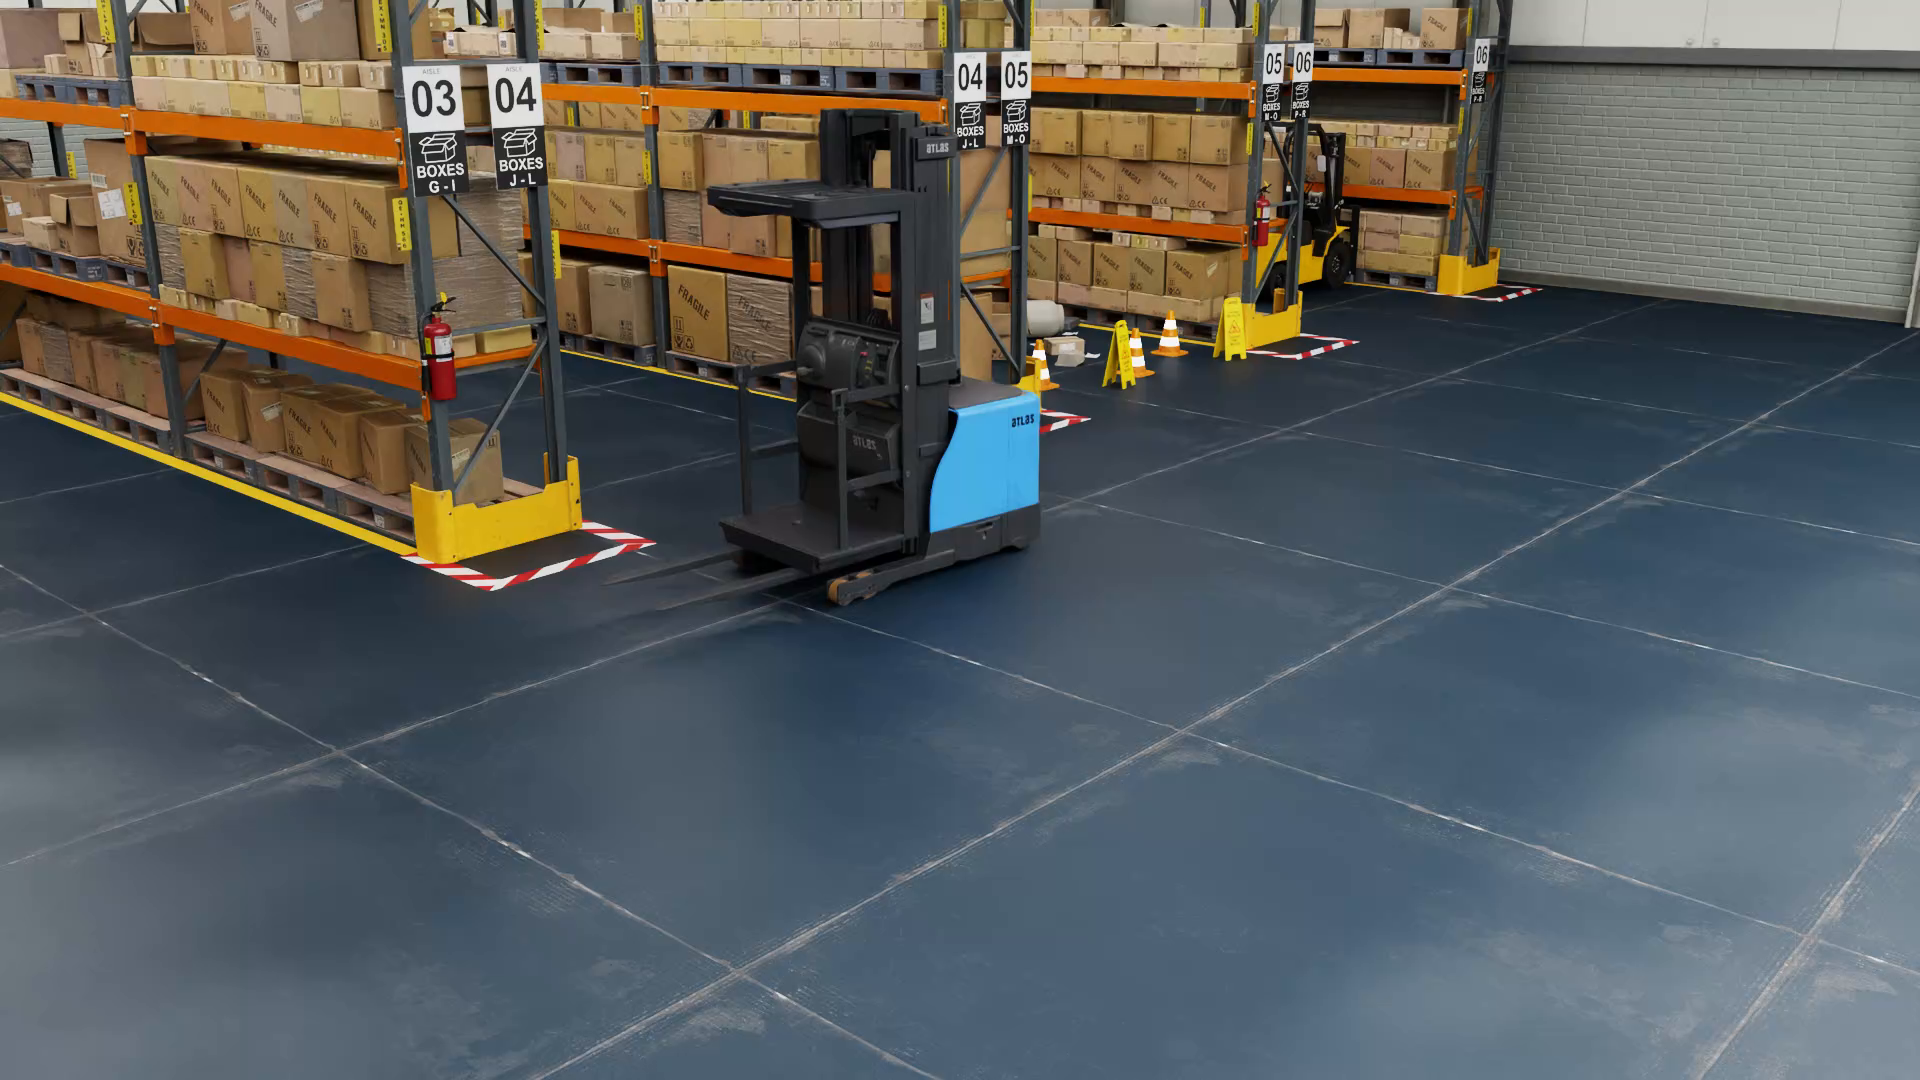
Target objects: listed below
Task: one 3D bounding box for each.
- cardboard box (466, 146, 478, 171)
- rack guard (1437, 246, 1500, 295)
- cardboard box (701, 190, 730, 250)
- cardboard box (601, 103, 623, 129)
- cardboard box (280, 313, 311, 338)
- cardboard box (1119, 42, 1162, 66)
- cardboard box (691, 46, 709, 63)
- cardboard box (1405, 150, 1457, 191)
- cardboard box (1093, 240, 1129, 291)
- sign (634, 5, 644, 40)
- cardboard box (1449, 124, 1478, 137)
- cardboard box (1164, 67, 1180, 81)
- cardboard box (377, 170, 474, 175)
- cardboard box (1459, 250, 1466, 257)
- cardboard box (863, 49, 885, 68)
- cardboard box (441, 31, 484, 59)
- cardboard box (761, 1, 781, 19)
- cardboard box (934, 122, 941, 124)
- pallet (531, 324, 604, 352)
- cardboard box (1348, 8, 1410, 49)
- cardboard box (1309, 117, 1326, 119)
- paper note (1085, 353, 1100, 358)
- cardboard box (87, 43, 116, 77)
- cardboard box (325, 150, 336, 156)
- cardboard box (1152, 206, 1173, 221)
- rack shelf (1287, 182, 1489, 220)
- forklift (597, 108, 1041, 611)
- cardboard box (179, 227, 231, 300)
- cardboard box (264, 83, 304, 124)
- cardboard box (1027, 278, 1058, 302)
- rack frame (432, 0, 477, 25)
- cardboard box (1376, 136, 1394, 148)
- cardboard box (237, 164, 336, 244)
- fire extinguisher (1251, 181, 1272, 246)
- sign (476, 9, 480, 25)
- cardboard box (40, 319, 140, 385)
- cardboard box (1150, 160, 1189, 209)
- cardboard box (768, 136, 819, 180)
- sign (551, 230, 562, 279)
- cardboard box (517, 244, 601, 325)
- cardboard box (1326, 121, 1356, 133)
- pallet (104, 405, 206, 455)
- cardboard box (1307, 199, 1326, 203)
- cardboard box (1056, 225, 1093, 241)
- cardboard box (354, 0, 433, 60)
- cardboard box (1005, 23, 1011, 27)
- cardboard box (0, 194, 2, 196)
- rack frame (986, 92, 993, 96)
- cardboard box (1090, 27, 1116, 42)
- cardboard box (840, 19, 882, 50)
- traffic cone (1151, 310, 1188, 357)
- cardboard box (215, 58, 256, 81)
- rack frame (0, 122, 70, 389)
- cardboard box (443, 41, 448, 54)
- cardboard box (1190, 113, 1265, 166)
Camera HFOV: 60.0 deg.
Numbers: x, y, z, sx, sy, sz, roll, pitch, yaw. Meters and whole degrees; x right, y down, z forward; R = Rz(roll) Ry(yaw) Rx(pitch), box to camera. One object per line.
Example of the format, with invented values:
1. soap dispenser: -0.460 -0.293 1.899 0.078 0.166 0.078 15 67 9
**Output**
1. cardboard box: -5.422 -4.551 19.174 0.500 0.500 0.700 15 23 39
2. rack guard: 6.752 -3.580 22.067 0.348 0.500 1.175 15 23 39
3. cardboard box: -2.049 -3.211 16.521 0.550 0.550 0.875 15 23 39
4. cardboard box: -4.996 -6.337 24.803 0.500 0.500 0.500 15 23 39
5. cardboard box: -4.677 -1.579 12.043 0.250 0.149 0.380 15 23 39
6. cardboard box: 2.114 -5.399 18.462 0.500 0.250 0.500 16 24 41
7. cardboard box: -2.332 -4.622 15.812 0.250 0.149 0.380 15 23 39
8. cardboard box: 6.192 -4.864 21.813 0.500 0.500 0.500 14 23 38
9. cardboard box: 1.905 -3.209 19.375 0.500 0.500 0.500 14 23 38
10. sign: -3.112 -5.017 16.128 0.005 0.325 0.100 15 23 39
11. cardboard box: 6.625 -5.391 21.910 0.250 0.149 0.380 14 23 38
12. cardboard box: 2.461 -5.141 18.308 0.250 0.149 0.380 15 23 40
13. cardboard box: -3.735 -2.351 11.750 0.500 0.500 0.500 15 23 39
14. cardboard box: 6.497 -3.809 22.506 0.500 0.250 0.500 15 23 39
15. cardboard box: -0.622 -4.163 14.366 0.250 0.149 0.380 15 23 40
16. cardboard box: -6.002 -5.771 19.714 0.500 0.500 0.500 15 23 39
17. cardboard box: -1.575 -4.798 15.051 0.250 0.149 0.380 15 23 39
18. cardboard box: -0.085 -5.105 21.388 0.500 0.500 0.500 15 23 39
19. pallet: -4.303 -2.369 18.729 1.213 0.211 1.003 15 23 39
20. cardboard box: 5.542 -6.764 21.982 0.500 0.500 0.700 15 23 40
21. cardboard box: 4.958 -5.880 23.451 0.250 0.149 0.380 15 23 38
22. paper note: 1.414 -1.977 17.791 0.142 0.019 0.148 7 19 21
23. cardboard box: -6.897 -3.946 13.655 0.258 0.266 0.396 16 24 41
24. cardboard box: -7.582 -4.790 20.484 0.250 0.149 0.380 16 24 41
25. cardboard box: 2.368 -3.687 18.685 0.250 0.149 0.380 16 23 40
26. rack shelf: 5.239 -4.835 23.078 4.000 0.370 1.077 15 23 39
27. forklift: -0.867 -1.166 10.440 3.031 2.935 1.130 -16 23 -41
28. cardboard box: -5.481 -2.191 12.898 0.500 0.500 0.875 15 23 39
29. cardboard box: -4.418 -3.013 11.435 0.500 0.250 0.500 16 23 40
30. cardboard box: 1.120 -3.061 20.151 0.500 0.250 0.500 17 24 42
31. rack frame: -8.525 -9.725 27.378 0.127 3.000 1.000 15 23 39
32. cardboard box: 5.747 -5.303 22.123 0.250 0.149 0.380 15 23 39
33. cardboard box: -4.829 -2.434 12.011 0.500 0.500 0.500 15 23 39
34. fire extinguisher: 3.222 -3.489 17.774 0.183 0.674 0.296 15 23 39
35. sign: -8.154 -8.799 28.088 0.005 0.325 0.100 15 23 39
36. cardboard box: -8.181 -1.797 15.720 0.500 0.500 0.700 13 22 35
37. cardboard box: 2.482 -3.991 18.570 0.500 0.500 0.500 15 23 39
38. cardboard box: -1.303 -3.492 15.622 0.500 0.550 0.875 15 23 39
39. sign: -2.775 -1.946 11.354 0.005 0.325 0.100 15 23 39
40. cardboard box: -4.699 -2.929 18.908 0.750 0.750 1.050 15 23 40
41. cardboard box: 5.175 -5.606 22.588 0.250 0.149 0.380 15 23 40
42. pallet: -6.710 -1.041 14.542 1.213 0.211 1.003 15 23 39
43. cardboard box: 4.997 -4.688 23.623 0.500 0.250 0.500 15 23 40
44. cardboard box: 1.355 -3.638 19.655 0.250 0.149 0.380 17 24 42
45. cardboard box: -4.067 -3.627 11.640 0.500 0.500 0.500 15 23 39
46. cardboard box: 0.659 -8.209 26.659 0.250 0.149 0.380 14 22 37
47. cardboard box: -9.302 -3.224 16.646 0.500 0.500 0.500 16 24 41
48. rack frame: 0.751 -6.383 26.765 0.127 3.000 1.000 15 23 39
49. cardboard box: 1.687 -5.716 18.801 0.250 0.149 0.380 16 23 40
50. cardboard box: -0.693 -4.396 14.443 0.500 0.250 0.500 15 23 39
51. traffic cone: 2.265 -2.238 17.899 0.334 0.463 0.336 15 23 39
52. cardboard box: -5.088 -3.374 11.914 0.250 0.149 0.380 14 23 38
53. rack frame: -9.119 -3.017 16.159 0.127 3.000 1.000 15 23 39
54. cardboard box: -5.608 -5.573 18.812 0.250 0.149 0.380 14 22 37
55. cardboard box: 2.916 -4.372 18.119 0.500 0.500 0.700 14 23 38
